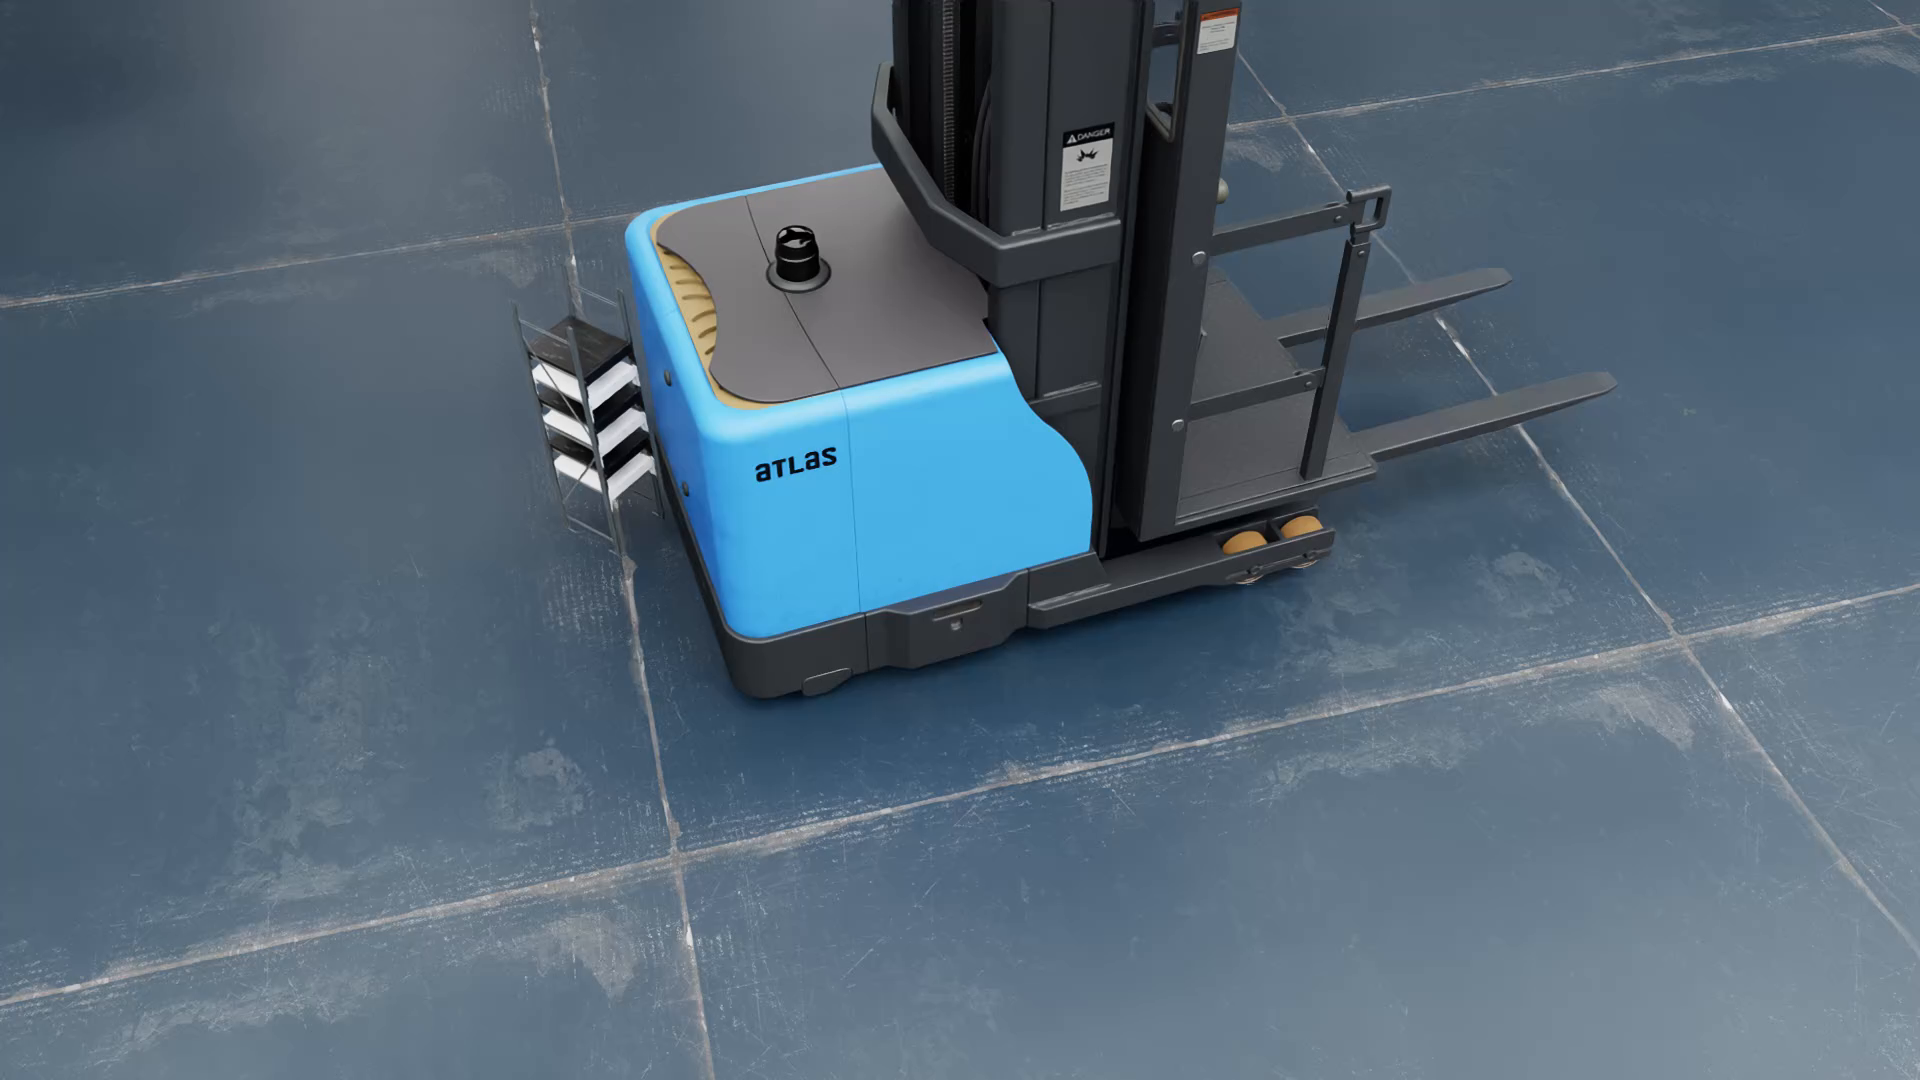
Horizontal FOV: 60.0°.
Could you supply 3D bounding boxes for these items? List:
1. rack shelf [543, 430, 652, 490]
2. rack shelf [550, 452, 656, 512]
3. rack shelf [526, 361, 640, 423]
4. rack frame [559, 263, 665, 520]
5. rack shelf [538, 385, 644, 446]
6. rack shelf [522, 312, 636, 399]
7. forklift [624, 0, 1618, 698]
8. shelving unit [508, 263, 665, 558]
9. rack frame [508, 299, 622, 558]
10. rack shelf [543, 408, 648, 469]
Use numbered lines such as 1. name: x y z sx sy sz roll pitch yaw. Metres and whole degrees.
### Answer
1. rack shelf: -1.102 -0.283 5.069 0.258 0.077 0.200 25 51 23
2. rack shelf: -1.102 -0.220 5.133 0.258 0.077 0.200 25 51 23
3. rack shelf: -1.104 -0.473 4.877 0.258 0.077 0.200 25 51 23
4. rack frame: -1.046 -0.430 5.040 0.240 0.900 0.006 25 51 23
5. rack shelf: -1.103 -0.409 4.941 0.258 0.077 0.200 25 51 23
6. rack shelf: -1.104 -0.536 4.813 0.258 0.077 0.200 25 51 23
7. forklift: 0.621 -1.231 4.404 3.031 2.935 1.130 -15 47 -14
8. shelving unit: -1.103 -0.370 4.981 0.258 0.900 0.210 25 51 23
9. rack frame: -1.160 -0.309 4.922 0.240 0.900 0.006 25 51 23
10. rack shelf: -1.103 -0.346 5.005 0.258 0.077 0.200 25 51 23
